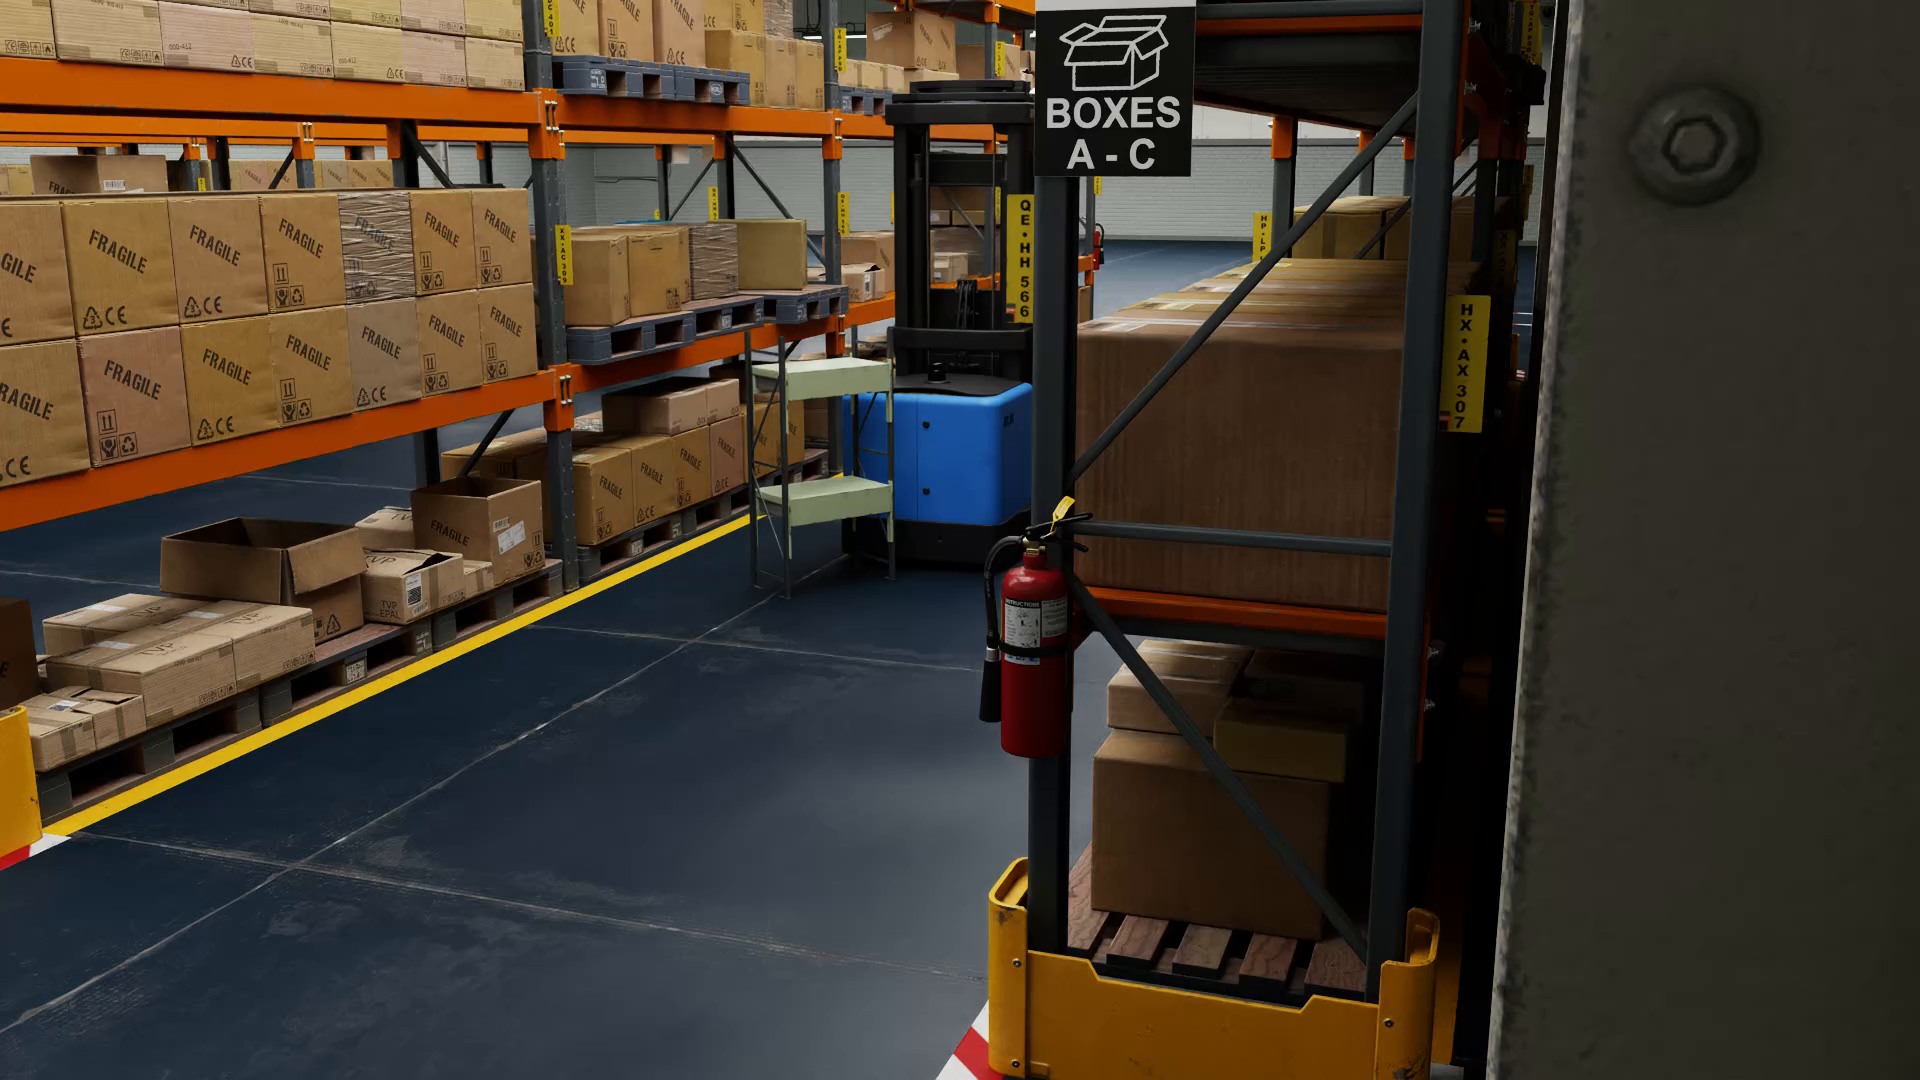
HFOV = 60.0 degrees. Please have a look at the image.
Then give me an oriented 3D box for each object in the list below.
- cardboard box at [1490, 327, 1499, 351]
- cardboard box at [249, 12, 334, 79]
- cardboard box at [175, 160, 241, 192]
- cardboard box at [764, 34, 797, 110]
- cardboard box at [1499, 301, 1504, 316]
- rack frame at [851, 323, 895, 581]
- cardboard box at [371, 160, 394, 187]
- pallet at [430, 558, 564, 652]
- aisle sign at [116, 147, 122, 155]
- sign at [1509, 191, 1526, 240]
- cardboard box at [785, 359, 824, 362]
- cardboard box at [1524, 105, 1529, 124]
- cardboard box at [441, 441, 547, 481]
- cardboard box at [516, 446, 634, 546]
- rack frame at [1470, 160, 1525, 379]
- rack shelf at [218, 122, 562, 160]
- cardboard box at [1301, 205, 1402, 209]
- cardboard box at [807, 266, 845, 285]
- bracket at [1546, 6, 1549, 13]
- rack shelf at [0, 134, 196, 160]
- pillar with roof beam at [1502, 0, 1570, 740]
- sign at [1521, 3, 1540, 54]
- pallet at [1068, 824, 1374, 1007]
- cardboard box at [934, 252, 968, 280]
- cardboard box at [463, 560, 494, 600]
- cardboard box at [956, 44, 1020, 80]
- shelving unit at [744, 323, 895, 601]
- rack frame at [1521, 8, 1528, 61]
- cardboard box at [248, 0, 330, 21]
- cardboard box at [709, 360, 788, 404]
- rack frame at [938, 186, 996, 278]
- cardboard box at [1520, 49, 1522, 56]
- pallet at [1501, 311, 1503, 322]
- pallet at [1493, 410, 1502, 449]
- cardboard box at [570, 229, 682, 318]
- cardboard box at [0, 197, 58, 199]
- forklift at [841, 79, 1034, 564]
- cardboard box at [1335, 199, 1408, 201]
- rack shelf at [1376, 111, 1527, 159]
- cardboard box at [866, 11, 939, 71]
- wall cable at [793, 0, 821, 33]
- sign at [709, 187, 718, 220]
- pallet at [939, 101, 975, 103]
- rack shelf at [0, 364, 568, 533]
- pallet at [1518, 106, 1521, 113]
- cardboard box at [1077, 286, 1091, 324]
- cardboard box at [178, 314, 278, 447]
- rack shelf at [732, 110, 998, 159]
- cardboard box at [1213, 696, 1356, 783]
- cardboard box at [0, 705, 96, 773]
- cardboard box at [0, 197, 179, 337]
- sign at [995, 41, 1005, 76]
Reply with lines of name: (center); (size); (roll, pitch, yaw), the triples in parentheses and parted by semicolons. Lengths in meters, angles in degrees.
cardboard box: (3.134, -1.265, 10.308); (0.380, 0.149, 0.250); (4, 13, 17)
cardboard box: (-3.115, -2.150, 7.262); (0.500, 0.250, 0.500); (4, 14, 18)
cardboard box: (-9.115, -4.354, 20.181); (0.500, 0.500, 0.500); (4, 14, 18)
cardboard box: (-1.697, -3.349, 11.955); (0.910, 0.500, 0.500); (4, 14, 18)
cardboard box: (3.362, -1.769, 11.059); (0.500, 0.500, 0.500); (4, 14, 19)
rack frame: (-0.517, -0.522, 9.906); (0.023, 1.500, 0.400); (-10, 16, -37)
cardboard box: (-8.151, -4.986, 22.951); (0.500, 0.500, 0.500); (4, 14, 18)
pallet: (-2.940, 0.307, 9.170); (1.003, 0.211, 1.213); (4, 14, 18)
aisle sign: (-12.560, -6.077, 25.031); (0.394, 0.787, 0.004); (4, 14, 18)
sign: (3.792, -2.209, 11.323); (0.100, 0.325, 0.005); (4, 14, 18)
cardboard box: (-1.324, -1.415, 14.422); (0.500, 0.311, 0.500); (4, 13, 18)
cardboard box: (5.459, -4.455, 16.754); (0.500, 0.500, 0.500); (5, 14, 22)
cardboard box: (-2.829, -0.318, 10.268); (0.500, 0.500, 0.500); (4, 14, 18)
cardboard box: (-2.330, -0.278, 10.092); (0.500, 0.500, 0.500); (4, 13, 16)
rack frame: (5.854, -3.368, 19.004); (1.000, 3.000, 0.127); (4, 14, 18)
rack shelf: (-5.461, -3.930, 16.340); (1.077, 0.370, 4.000); (4, 14, 18)
cardboard box: (2.055, -1.634, 8.784); (0.500, 0.250, 0.500); (5, 14, 20)
cardboard box: (-1.264, -2.070, 13.515); (0.500, 0.311, 0.500); (5, 14, 22)
bracket: (14.849, -13.550, 42.044); (0.076, 0.066, 4.783); (4, 14, 18)
rack shelf: (-10.148, -4.286, 17.903); (1.077, 0.370, 4.000); (4, 14, 18)
pillar with roof beam: (-1.510, -3.867, 7.706); (9.100, 9.000, 0.400); (4, 14, 18)
sign: (3.788, -3.395, 11.041); (0.100, 0.325, 0.005); (4, 14, 18)
pallet: (0.862, 1.186, 5.317); (1.003, 0.211, 1.213); (4, 14, 18)
cardboard box: (-0.247, -2.702, 16.422); (0.500, 0.250, 0.500); (5, 14, 22)
cardboard box: (-2.698, 0.202, 8.782); (0.380, 0.149, 0.250); (4, 14, 18)
cardboard box: (0.284, -4.753, 16.848); (0.500, 0.500, 0.500); (6, 14, 23)
shelving unit: (-0.806, -0.472, 9.687); (0.755, 1.500, 0.431); (-10, 16, -37)
rack frame: (4.560, -5.451, 14.647); (1.000, 3.000, 0.127); (4, 14, 18)
cardboard box: (-3.109, -2.393, 7.205); (0.500, 0.250, 0.500); (4, 14, 18)
cardboard box: (-1.518, -1.175, 12.339); (0.500, 0.250, 0.500); (5, 14, 21)
rack frame: (-0.129, -2.882, 16.873); (1.000, 3.000, 0.127); (4, 14, 18)
cardboard box: (3.773, -3.473, 12.443); (0.797, 0.503, 0.637); (6, 14, 26)
pallet: (3.395, -1.748, 12.336); (1.213, 0.211, 1.003); (4, 14, 18)
pallet: (4.309, -1.002, 14.906); (1.003, 0.211, 1.213); (4, 14, 18)
cardboard box: (-2.190, -1.684, 10.456); (0.700, 0.500, 0.500); (7, 15, 27)
cardboard box: (-3.965, -1.111, 6.645); (0.500, 0.500, 0.500); (5, 14, 20)
forklift: (0.186, -1.563, 11.248); (1.130, 2.935, 3.031); (4, 13, 17)
cardboard box: (2.544, -1.957, 10.198); (0.500, 0.250, 0.500); (4, 14, 19)
rack shelf: (3.913, -3.217, 13.215); (1.077, 0.370, 4.000); (4, 14, 18)
cardboard box: (-0.528, -4.593, 15.337); (0.500, 0.500, 0.500); (6, 14, 24)
wall cable: (-5.960, -17.941, 54.777); (3.097, 2.526, 0.112); (4, 14, 18)
sign: (-1.949, -2.643, 13.226); (0.100, 0.325, 0.005); (4, 14, 18)
pallet: (-0.402, -4.064, 15.743); (0.805, 0.209, 1.217); (4, 13, 16)
rack shelf: (-3.364, -0.426, 7.728); (1.077, 0.370, 4.000); (4, 14, 18)
pallet: (3.927, -3.556, 13.508); (1.213, 0.211, 1.003); (4, 14, 18)
cardboard box: (1.274, -2.820, 20.150); (0.500, 0.500, 0.500); (4, 14, 18)
cardboard box: (-3.291, -0.693, 7.058); (0.500, 0.500, 0.500); (4, 14, 18)
rack shelf: (-0.776, -3.572, 14.775); (1.077, 0.370, 4.000); (4, 14, 18)
cardboard box: (0.958, 0.584, 4.902); (0.380, 0.149, 0.250); (4, 14, 19)
cardboard box: (-3.551, 0.757, 6.350); (0.380, 0.149, 0.250); (4, 14, 18)
cardboard box: (-3.456, -1.077, 6.492); (0.500, 0.500, 0.500); (5, 14, 19)
sign: (0.388, -4.713, 16.285); (0.100, 0.325, 0.005); (4, 14, 18)
